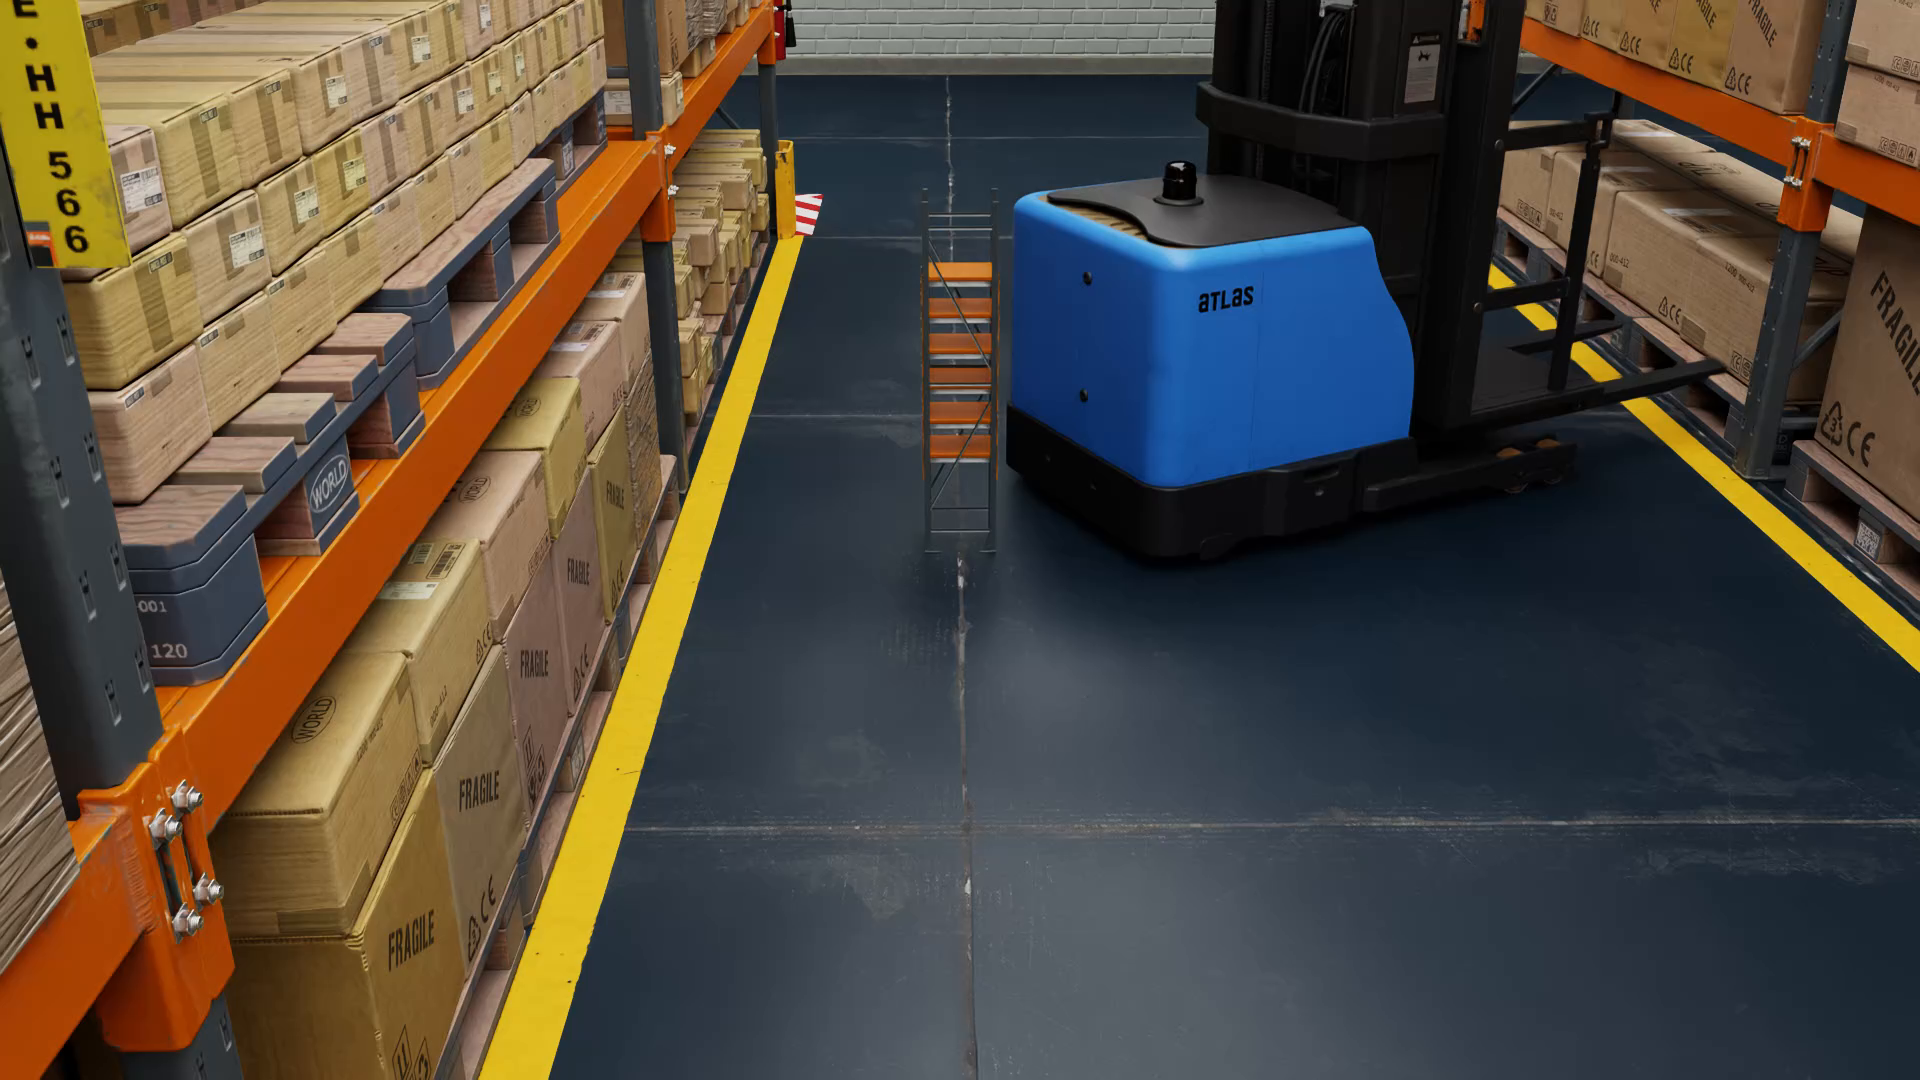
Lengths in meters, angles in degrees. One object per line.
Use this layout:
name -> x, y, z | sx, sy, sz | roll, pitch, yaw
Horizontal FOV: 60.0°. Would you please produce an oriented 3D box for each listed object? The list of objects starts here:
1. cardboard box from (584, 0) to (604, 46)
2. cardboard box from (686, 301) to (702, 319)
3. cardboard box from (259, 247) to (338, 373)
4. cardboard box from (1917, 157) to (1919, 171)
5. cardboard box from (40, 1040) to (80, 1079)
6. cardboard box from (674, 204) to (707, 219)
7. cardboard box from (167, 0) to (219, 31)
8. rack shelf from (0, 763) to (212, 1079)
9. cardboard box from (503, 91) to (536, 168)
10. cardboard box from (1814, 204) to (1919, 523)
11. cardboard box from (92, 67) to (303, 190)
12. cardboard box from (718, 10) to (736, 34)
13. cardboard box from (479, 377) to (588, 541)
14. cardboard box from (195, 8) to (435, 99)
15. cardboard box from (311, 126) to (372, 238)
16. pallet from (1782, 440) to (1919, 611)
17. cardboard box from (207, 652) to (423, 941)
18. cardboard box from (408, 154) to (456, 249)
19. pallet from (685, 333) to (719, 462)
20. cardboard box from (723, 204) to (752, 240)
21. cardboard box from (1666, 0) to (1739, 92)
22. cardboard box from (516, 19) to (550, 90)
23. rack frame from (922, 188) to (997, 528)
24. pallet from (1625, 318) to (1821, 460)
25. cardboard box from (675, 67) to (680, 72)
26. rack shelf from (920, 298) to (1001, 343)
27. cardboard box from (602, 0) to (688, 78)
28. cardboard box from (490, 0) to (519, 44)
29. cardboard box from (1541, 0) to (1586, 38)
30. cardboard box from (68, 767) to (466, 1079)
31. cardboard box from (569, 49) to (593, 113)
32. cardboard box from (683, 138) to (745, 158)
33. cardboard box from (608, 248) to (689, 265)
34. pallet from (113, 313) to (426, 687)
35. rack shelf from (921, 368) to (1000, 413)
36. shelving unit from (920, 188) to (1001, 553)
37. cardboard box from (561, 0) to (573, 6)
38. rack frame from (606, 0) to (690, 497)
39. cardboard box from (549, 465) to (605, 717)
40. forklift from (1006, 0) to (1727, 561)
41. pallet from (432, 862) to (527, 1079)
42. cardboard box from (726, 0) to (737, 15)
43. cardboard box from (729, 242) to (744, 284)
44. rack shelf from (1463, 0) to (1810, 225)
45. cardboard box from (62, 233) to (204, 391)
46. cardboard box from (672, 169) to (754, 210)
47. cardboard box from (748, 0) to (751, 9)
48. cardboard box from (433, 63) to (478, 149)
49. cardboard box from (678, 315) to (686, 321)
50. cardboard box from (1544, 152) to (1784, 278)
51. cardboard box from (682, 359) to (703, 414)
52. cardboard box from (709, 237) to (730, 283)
cardboard box -> -1.306, -1.598, 5.077 | 0.380, 0.149, 0.250 | 0, 24, 1
cardboard box -> -1.301, -0.908, 7.068 | 0.380, 0.149, 0.250 | -1, 24, -2
cardboard box -> -1.273, -0.384, 2.754 | 0.380, 0.149, 0.250 | 1, 24, 2
cardboard box -> 3.189, -1.148, 4.831 | 0.500, 0.250, 0.500 | -1, 24, -2
cardboard box -> -1.733, 0.778, 2.915 | 0.500, 0.500, 0.500 | 0, 24, -1
cardboard box -> -1.332, -1.397, 7.427 | 0.380, 0.149, 0.250 | -1, 24, -3
cardboard box -> -1.948, -1.199, 3.834 | 0.380, 0.149, 0.250 | 1, 24, 1
rack shelf -> -1.442, 1.252, 0.215 | 1.077, 0.370, 4.000 | 0, 24, -1
cardboard box -> -1.290, -1.035, 4.193 | 0.380, 0.149, 0.250 | -1, 24, -3
cardboard box -> 3.528, -0.580, 5.462 | 0.875, 0.875, 0.875 | 0, 24, 1
cardboard box -> -1.279, -0.651, 2.623 | 0.380, 0.149, 0.250 | 0, 24, -1
cardboard box -> -1.283, -2.529, 8.007 | 0.380, 0.149, 0.250 | -1, 24, -3
cardboard box -> -1.235, -0.207, 4.181 | 0.500, 0.250, 0.500 | -1, 24, -3
cardboard box -> -1.291, -0.981, 3.352 | 0.380, 0.149, 0.250 | 0, 24, 1
cardboard box -> -1.283, -0.638, 2.955 | 0.380, 0.149, 0.250 | 0, 24, 0
pallet -> 3.525, -0.024, 5.547 | 1.003, 0.211, 1.213 | 0, 24, -1
cardboard box -> -1.230, 0.421, 2.794 | 0.500, 0.250, 0.500 | -1, 24, -3
cardboard box -> -1.284, -0.709, 3.472 | 0.380, 0.149, 0.250 | 0, 24, 0
pallet -> -1.551, -0.554, 6.719 | 1.003, 0.211, 1.213 | 0, 24, -1
cardboard box -> -1.234, -1.581, 8.194 | 0.380, 0.149, 0.250 | 0, 24, 0
cardboard box -> 3.169, -2.060, 6.543 | 0.500, 0.500, 0.500 | -1, 24, -2
cardboard box -> -1.295, -1.274, 4.361 | 0.380, 0.149, 0.250 | -1, 24, -2
rack frame -> -0.001, -0.578, 5.573 | 0.240, 1.200, 0.006 | 0, 24, -1
pallet -> 3.511, -0.655, 6.943 | 1.003, 0.211, 1.213 | 0, 24, -1
cardboard box -> -1.313, -1.880, 6.571 | 0.380, 0.149, 0.250 | -1, 24, -3
rack shelf -> 0.000, -0.719, 5.409 | 0.258, 0.103, 0.180 | 0, 24, -1
cardboard box -> -1.261, -1.935, 5.905 | 0.500, 0.500, 0.500 | -1, 24, -2
cardboard box -> -1.301, -1.305, 4.069 | 0.380, 0.149, 0.250 | -1, 24, -2
cardboard box -> 3.136, -2.689, 7.934 | 0.500, 0.500, 0.500 | 0, 24, -1
cardboard box -> -1.217, 0.755, 2.965 | 0.500, 0.500, 0.500 | -1, 24, -3
cardboard box -> -1.302, -1.355, 4.902 | 0.380, 0.149, 0.250 | 0, 24, 0
cardboard box -> -1.347, -2.039, 8.847 | 0.380, 0.149, 0.250 | 0, 24, 0
cardboard box -> -1.300, -1.072, 6.709 | 0.380, 0.149, 0.250 | -1, 24, -1
pallet -> -1.578, -0.106, 2.577 | 1.213, 0.211, 1.003 | 0, 24, -1
rack shelf -> 0.000, -0.500, 5.508 | 0.258, 0.103, 0.180 | 0, 24, -1
shelving unit -> 0.000, -0.541, 5.490 | 0.258, 1.200, 0.189 | 0, 24, -1
cardboard box -> -1.304, -1.621, 4.767 | 0.380, 0.149, 0.250 | -1, 24, -2
rack frame -> -1.508, -1.548, 5.533 | 1.000, 3.000, 0.127 | 0, 24, -1
cardboard box -> -1.241, 0.126, 4.355 | 0.500, 0.500, 0.500 | -1, 24, -2
forklift -> 1.716, -1.684, 5.917 | 3.031, 2.935, 1.130 | -13, 27, -26
pallet -> -1.471, 1.048, 3.176 | 1.003, 0.211, 1.213 | 0, 24, -1
cardboard box -> -1.278, -2.567, 7.303 | 0.500, 0.500, 0.500 | 1, 24, 2
cardboard box -> -1.252, -1.339, 8.020 | 0.380, 0.149, 0.250 | 0, 24, 0
rack shelf -> 3.419, -2.109, 7.645 | 1.077, 0.370, 4.000 | 0, 24, -1
cardboard box -> -1.269, -0.312, 2.235 | 0.380, 0.149, 0.250 | 1, 24, 2
cardboard box -> -1.219, -1.716, 8.131 | 0.380, 0.149, 0.250 | 1, 24, 1
cardboard box -> -1.300, -2.846, 8.708 | 0.380, 0.149, 0.250 | 0, 24, -1
cardboard box -> -1.291, -0.954, 3.654 | 0.380, 0.149, 0.250 | 1, 24, 1
cardboard box -> -1.284, -0.831, 6.536 | 0.380, 0.149, 0.250 | 0, 24, 0
cardboard box -> 3.523, -1.636, 8.326 | 0.875, 0.438, 0.875 | 0, 24, 1
cardboard box -> -1.191, -0.592, 6.369 | 0.380, 0.149, 0.250 | -1, 24, -3
cardboard box -> -1.242, -1.260, 7.485 | 0.380, 0.149, 0.250 | 0, 24, -1
